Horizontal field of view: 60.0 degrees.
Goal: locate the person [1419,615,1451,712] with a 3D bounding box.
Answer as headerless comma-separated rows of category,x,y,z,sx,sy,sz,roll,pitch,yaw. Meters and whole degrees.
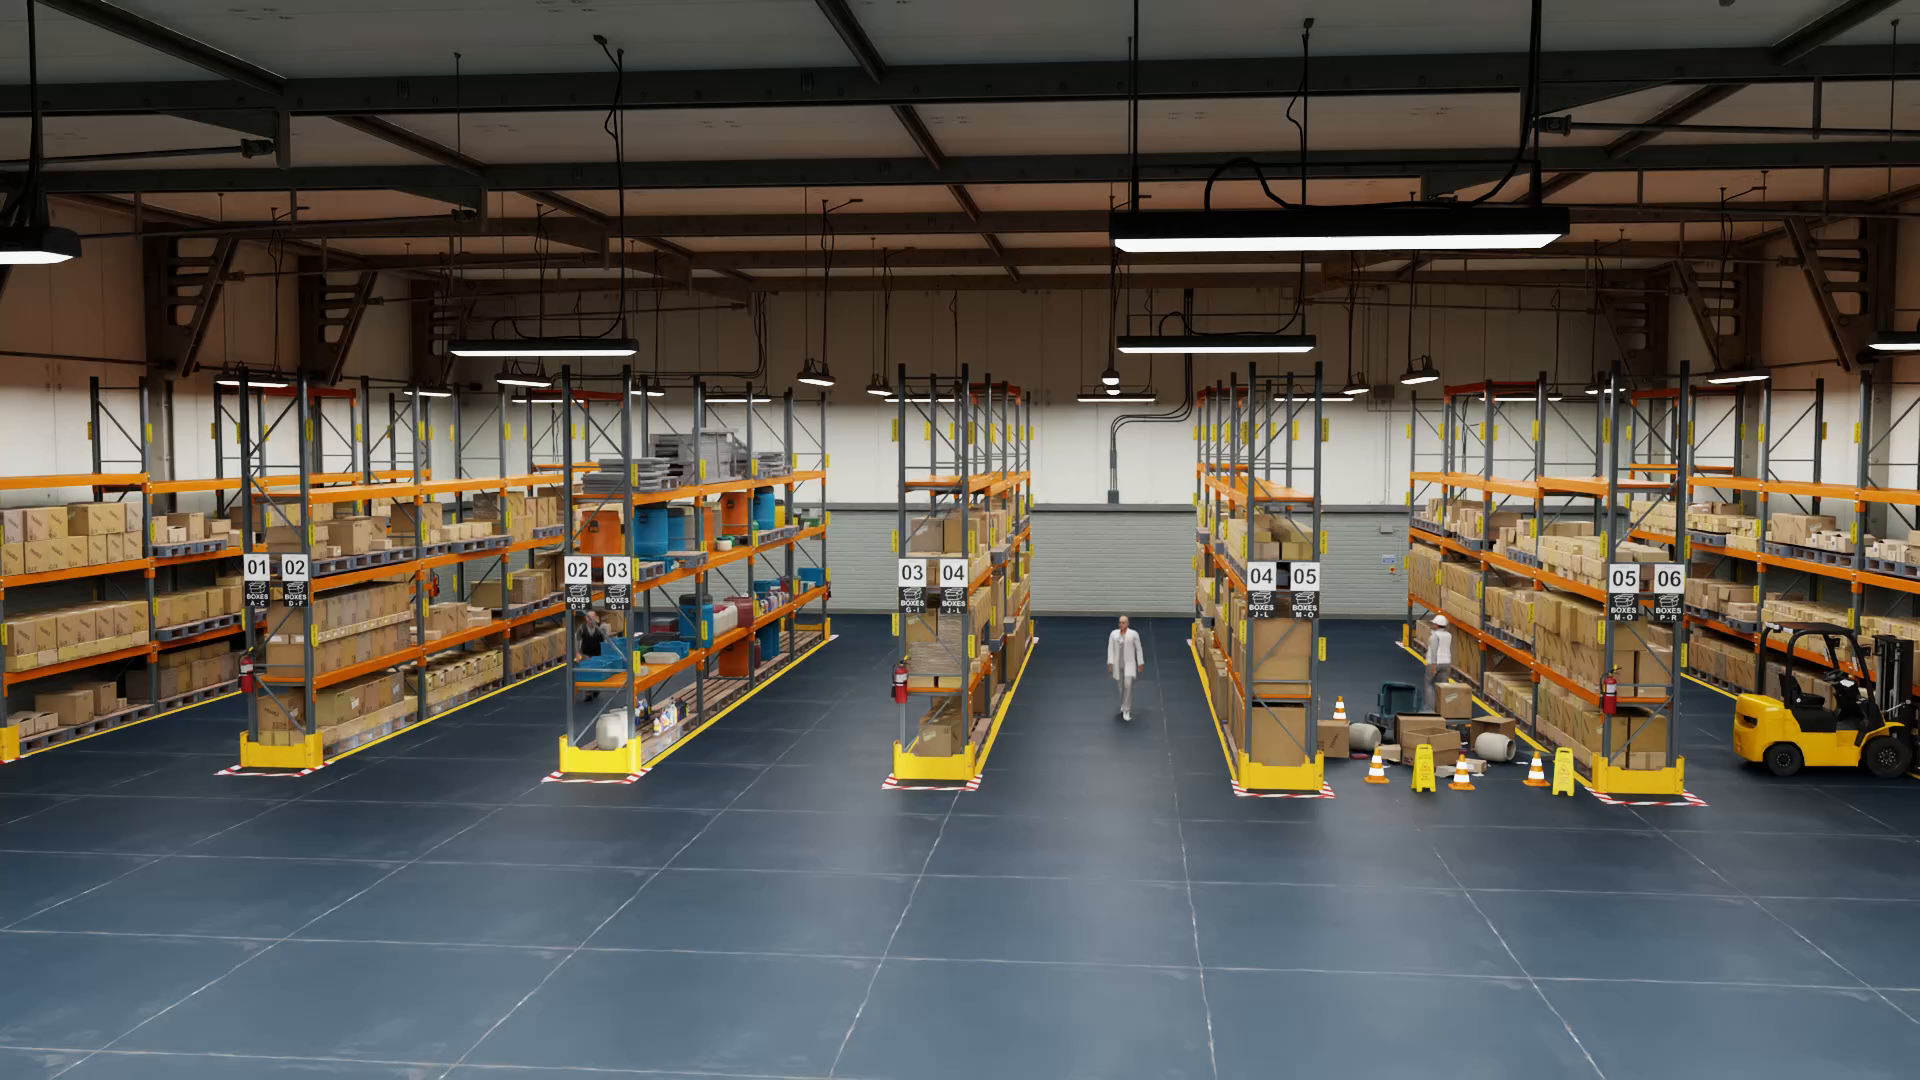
person,8.539,2.241,29.580,0.514,1.801,0.701,-1,4,-8

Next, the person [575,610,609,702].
person,-6.903,2.158,31.210,0.637,1.707,0.585,-1,4,-11

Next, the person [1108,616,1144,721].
person,2.906,2.242,29.442,0.622,1.804,0.869,2,4,28
